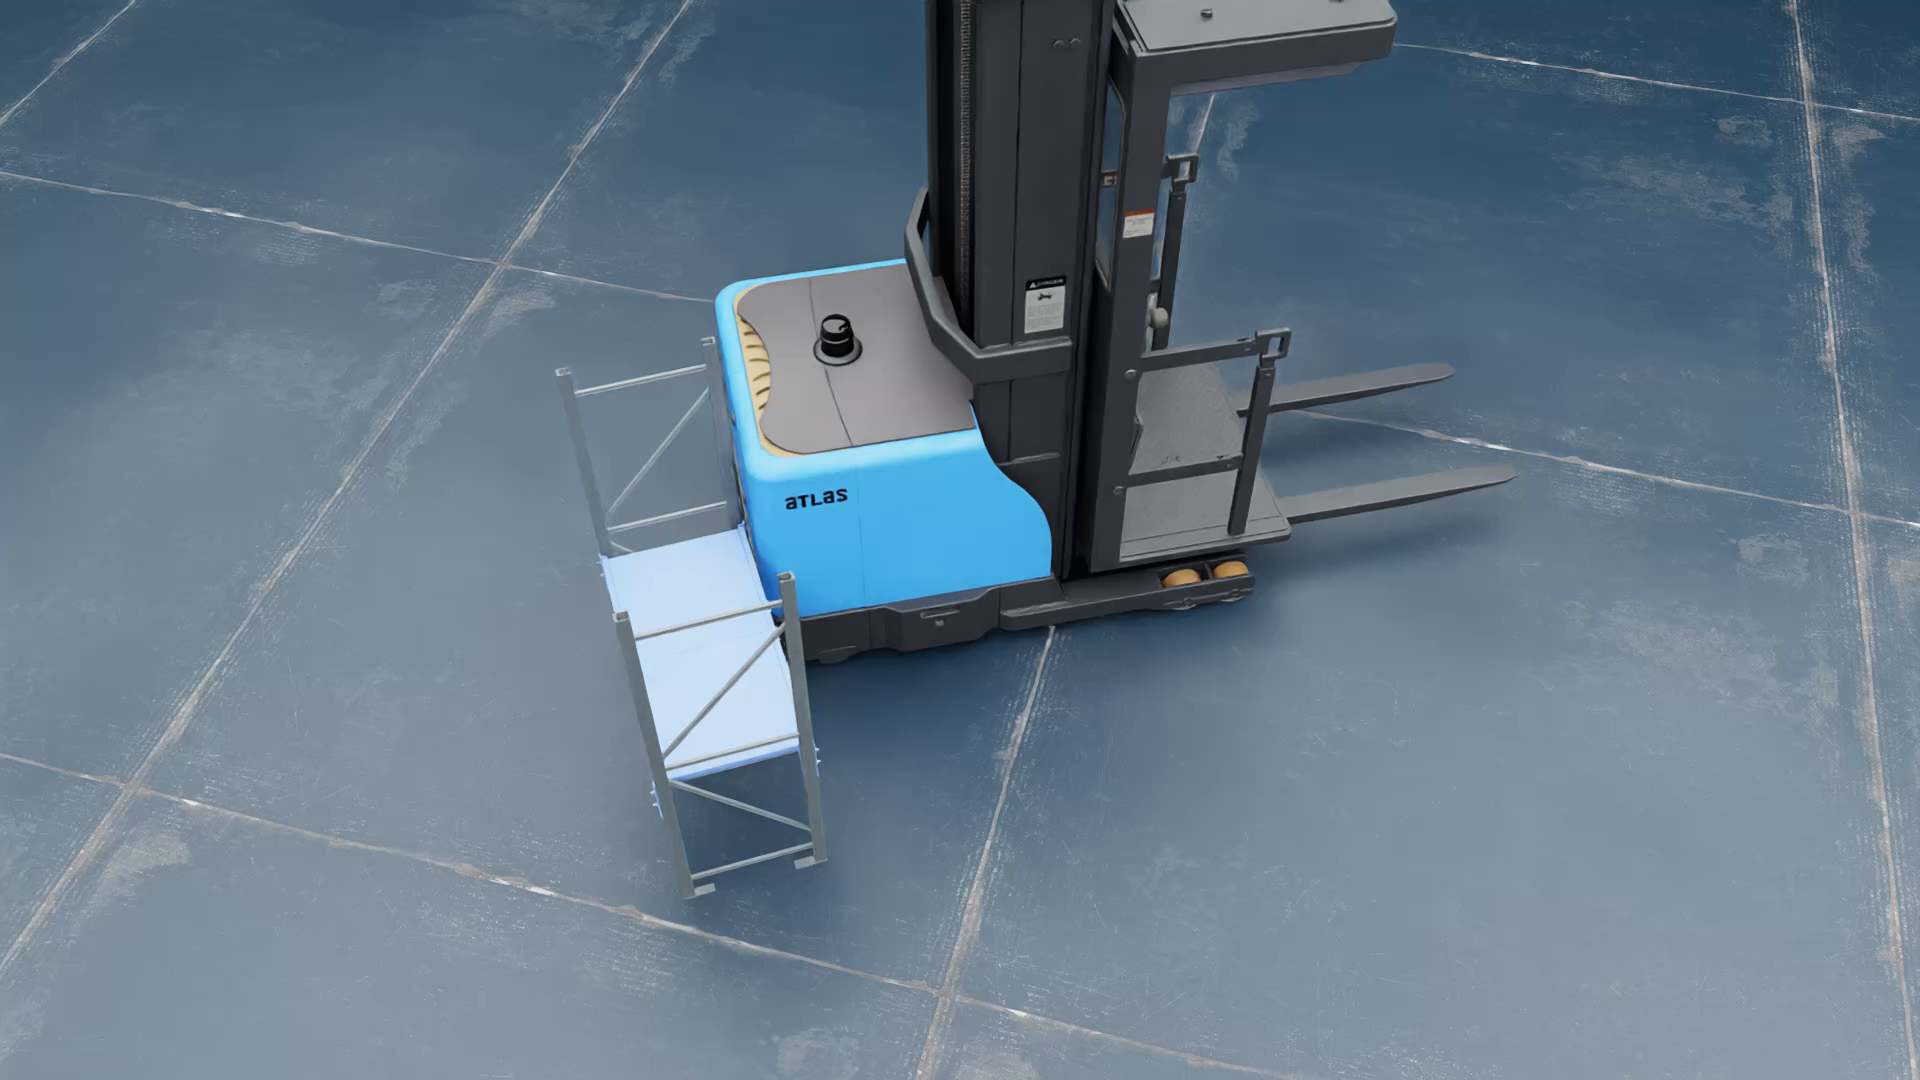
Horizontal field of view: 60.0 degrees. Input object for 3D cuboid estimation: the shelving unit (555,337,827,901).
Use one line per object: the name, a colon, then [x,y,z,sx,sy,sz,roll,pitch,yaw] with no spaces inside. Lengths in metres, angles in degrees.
shelving unit: [-0.852,0.287,5.415,0.538,1.500,1.048,-14,50,-12]

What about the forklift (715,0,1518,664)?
forklift: [0.665,-1.079,5.667,3.031,2.935,1.130,-9,49,-8]

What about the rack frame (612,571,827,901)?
rack frame: [-0.697,0.650,5.095,0.500,1.500,0.032,-14,50,-12]

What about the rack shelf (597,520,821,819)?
rack shelf: [-0.852,0.406,5.550,0.538,0.185,1.000,-14,50,-12]

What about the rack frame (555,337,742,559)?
rack frame: [-1.008,-0.076,5.736,0.500,1.500,0.032,-14,50,-12]
